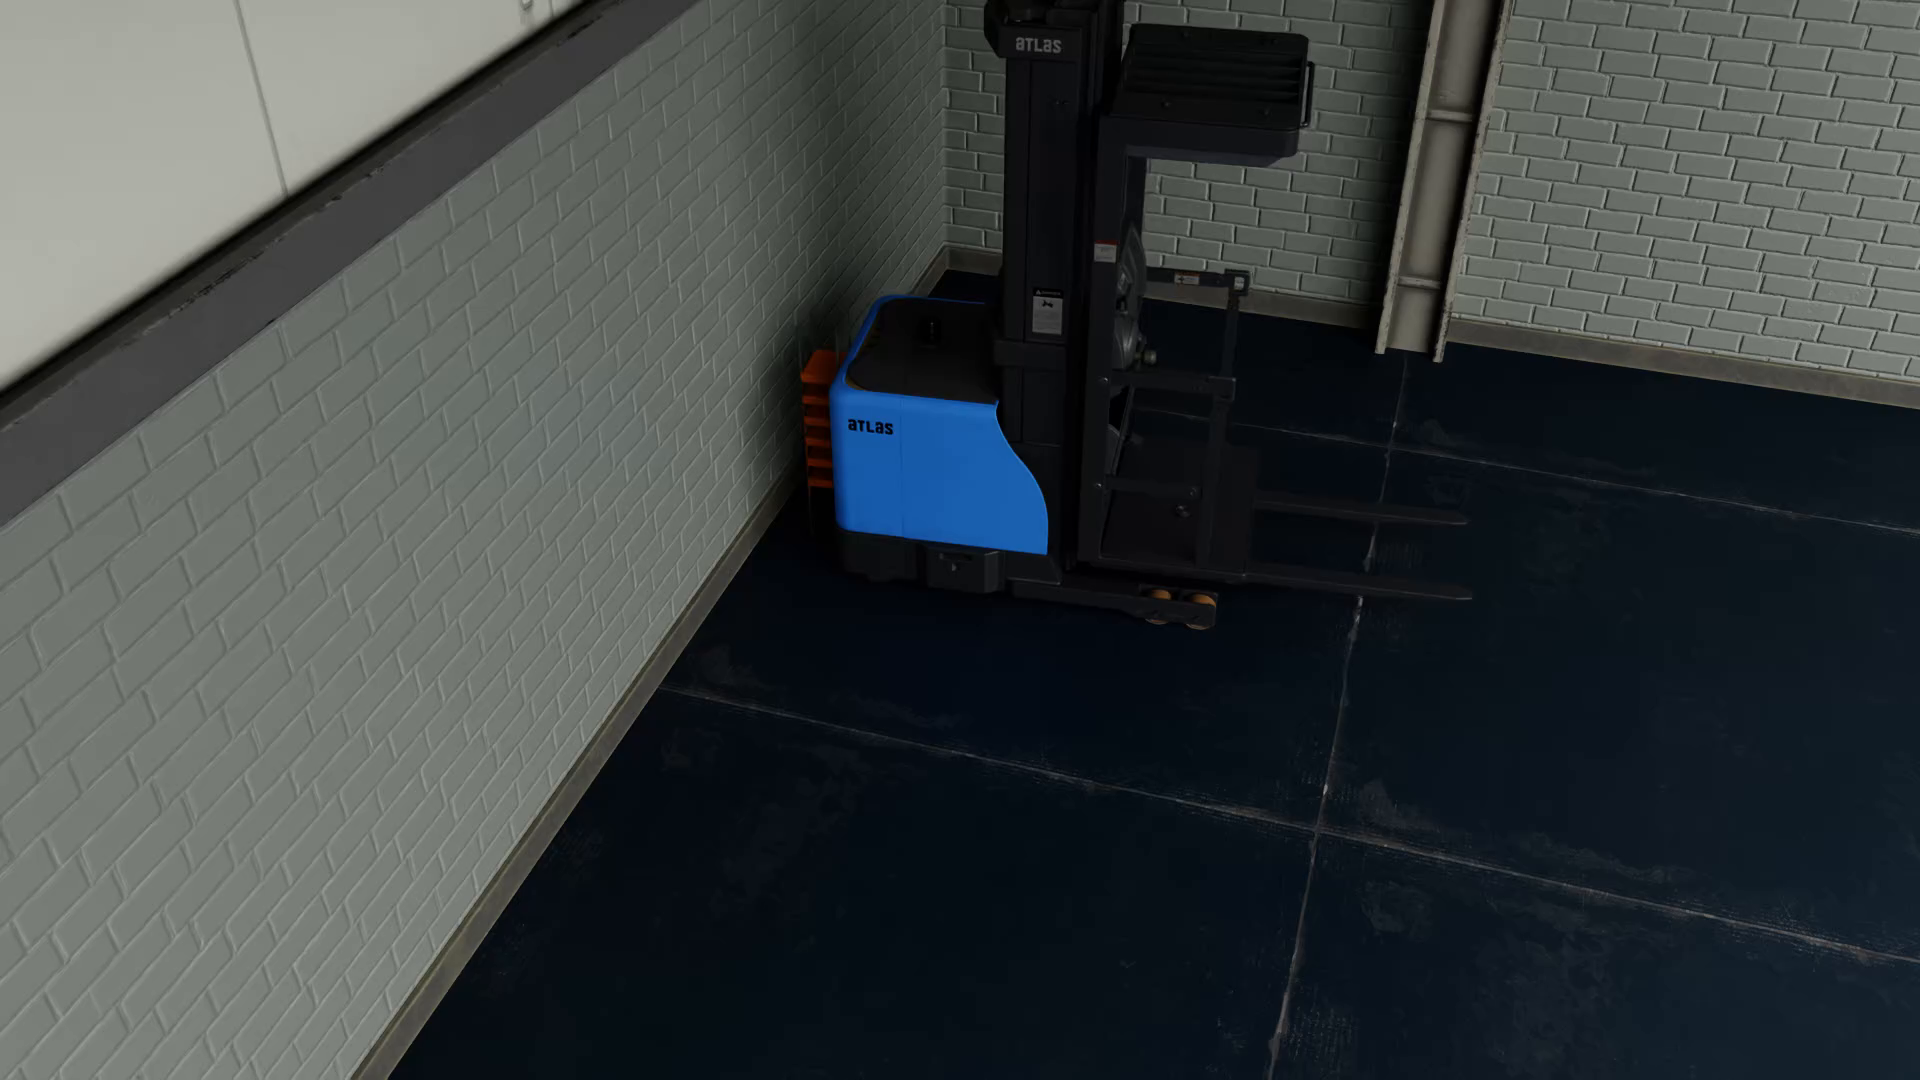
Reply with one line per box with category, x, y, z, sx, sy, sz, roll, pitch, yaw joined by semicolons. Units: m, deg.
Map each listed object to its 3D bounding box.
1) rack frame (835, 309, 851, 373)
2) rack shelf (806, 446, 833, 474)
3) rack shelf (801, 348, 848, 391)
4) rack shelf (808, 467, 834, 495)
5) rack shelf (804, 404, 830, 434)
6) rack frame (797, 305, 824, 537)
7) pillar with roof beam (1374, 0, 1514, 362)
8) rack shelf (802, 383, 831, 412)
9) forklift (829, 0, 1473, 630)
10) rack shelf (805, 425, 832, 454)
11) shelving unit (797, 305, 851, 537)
rack frame;-0.552;-0.547;8.166;0.006;1.200;0.240;7;37;9
rack shelf;-0.641;-0.425;8.278;0.180;0.103;0.258;7;37;9
rack shelf;-0.641;-0.812;7.994;0.180;0.103;0.258;7;37;9
rack shelf;-0.641;-0.329;8.349;0.180;0.103;0.258;7;37;9
rack shelf;-0.641;-0.619;8.136;0.180;0.103;0.258;7;37;9
rack frame;-0.731;-0.569;8.195;0.006;1.200;0.240;7;37;9
pillar with roof beam;1.431;-2.363;4.054;0.400;9.000;9.100;10;38;14
rack shelf;-0.641;-0.715;8.065;0.180;0.103;0.258;7;37;9
forklift;0.954;-1.102;7.460;3.031;2.935;1.130;7;37;9
rack shelf;-0.641;-0.522;8.207;0.180;0.103;0.258;7;37;9
shelving unit;-0.641;-0.558;8.181;0.189;1.200;0.258;7;37;9
